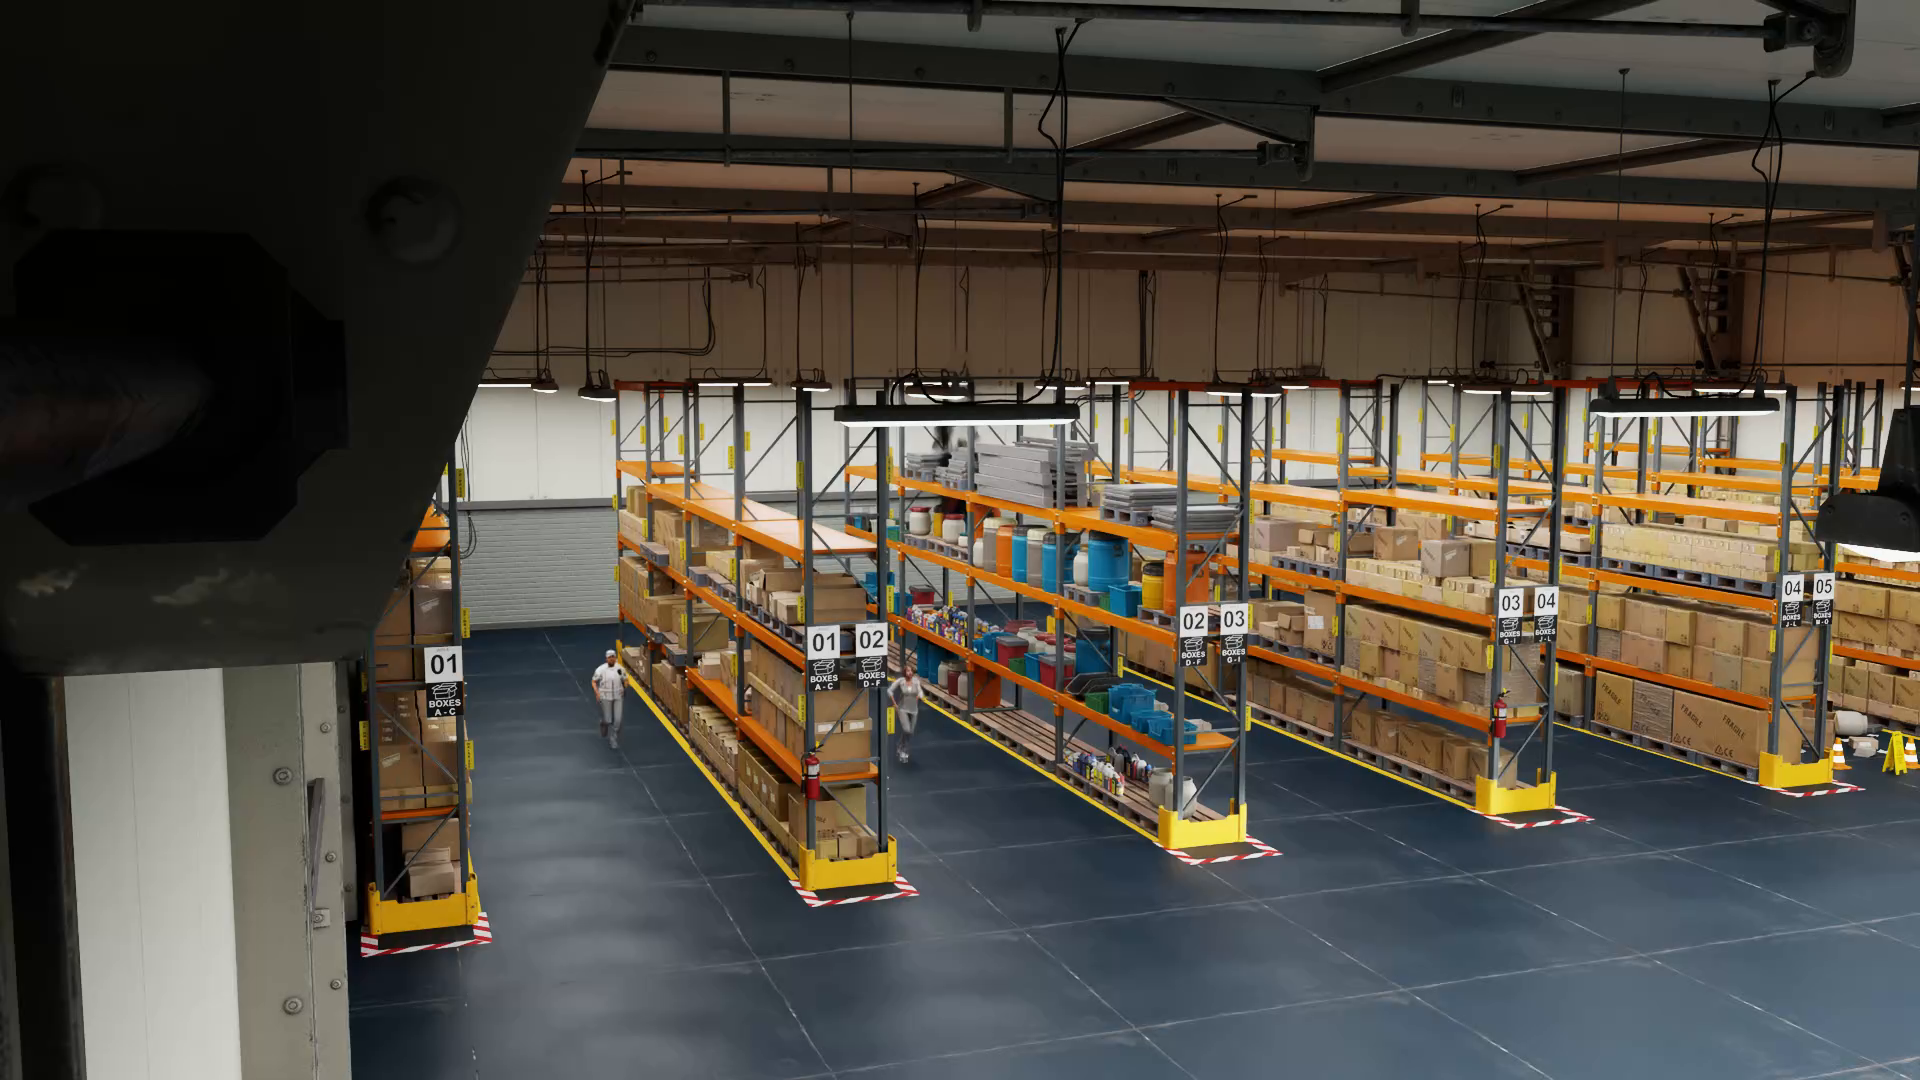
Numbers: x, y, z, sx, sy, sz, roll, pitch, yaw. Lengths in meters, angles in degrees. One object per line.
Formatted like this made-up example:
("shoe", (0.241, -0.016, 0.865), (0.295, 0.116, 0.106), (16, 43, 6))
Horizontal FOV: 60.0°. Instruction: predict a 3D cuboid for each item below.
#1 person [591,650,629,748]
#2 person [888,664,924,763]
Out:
("person", (-5.782, 2.625, 27.589), (0.616, 1.627, 0.550), (-2, 7, -22))
("person", (-0.839, 2.793, 26.465), (0.523, 1.490, 0.688), (-2, 7, -22))
